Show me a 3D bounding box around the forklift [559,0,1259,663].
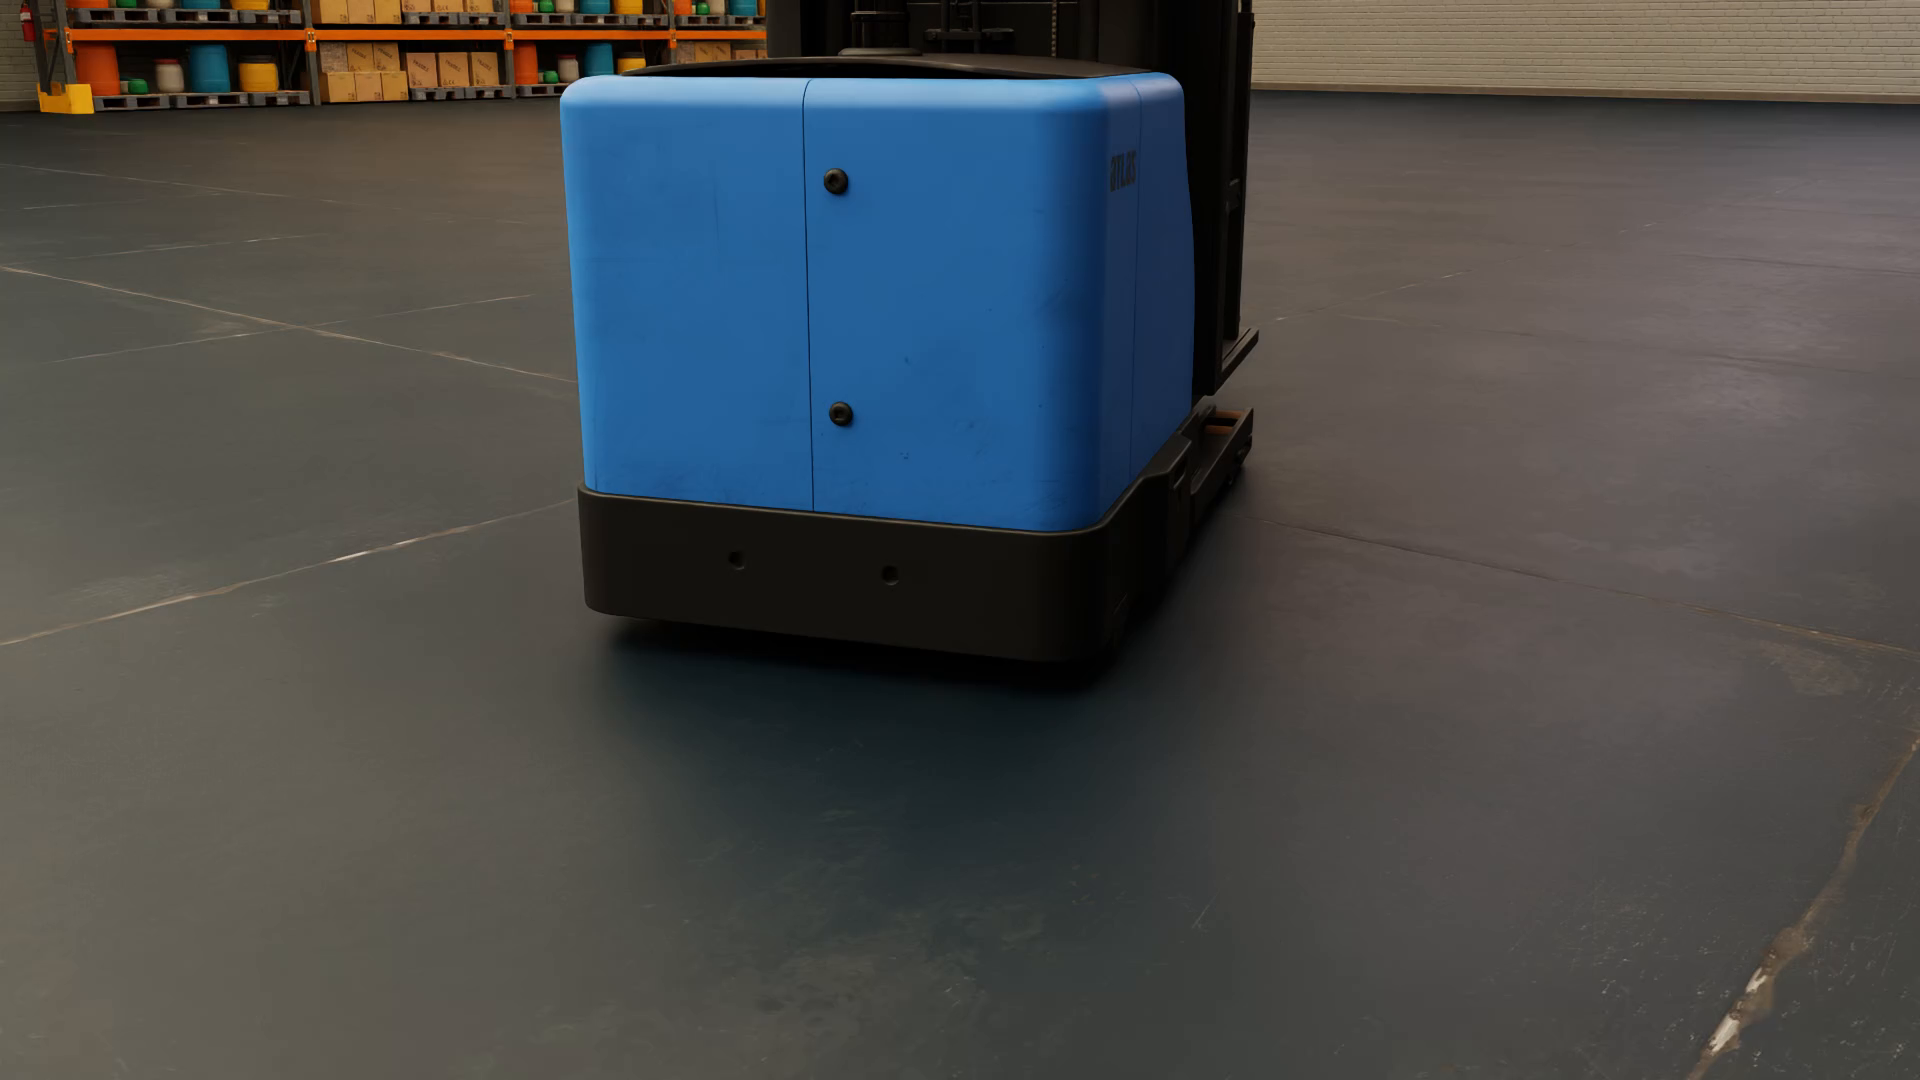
[{"bbox_3d":[0.182,-1.571,4.072,1.130,2.935,3.031,5,18,17],"label":"forklift"}]
